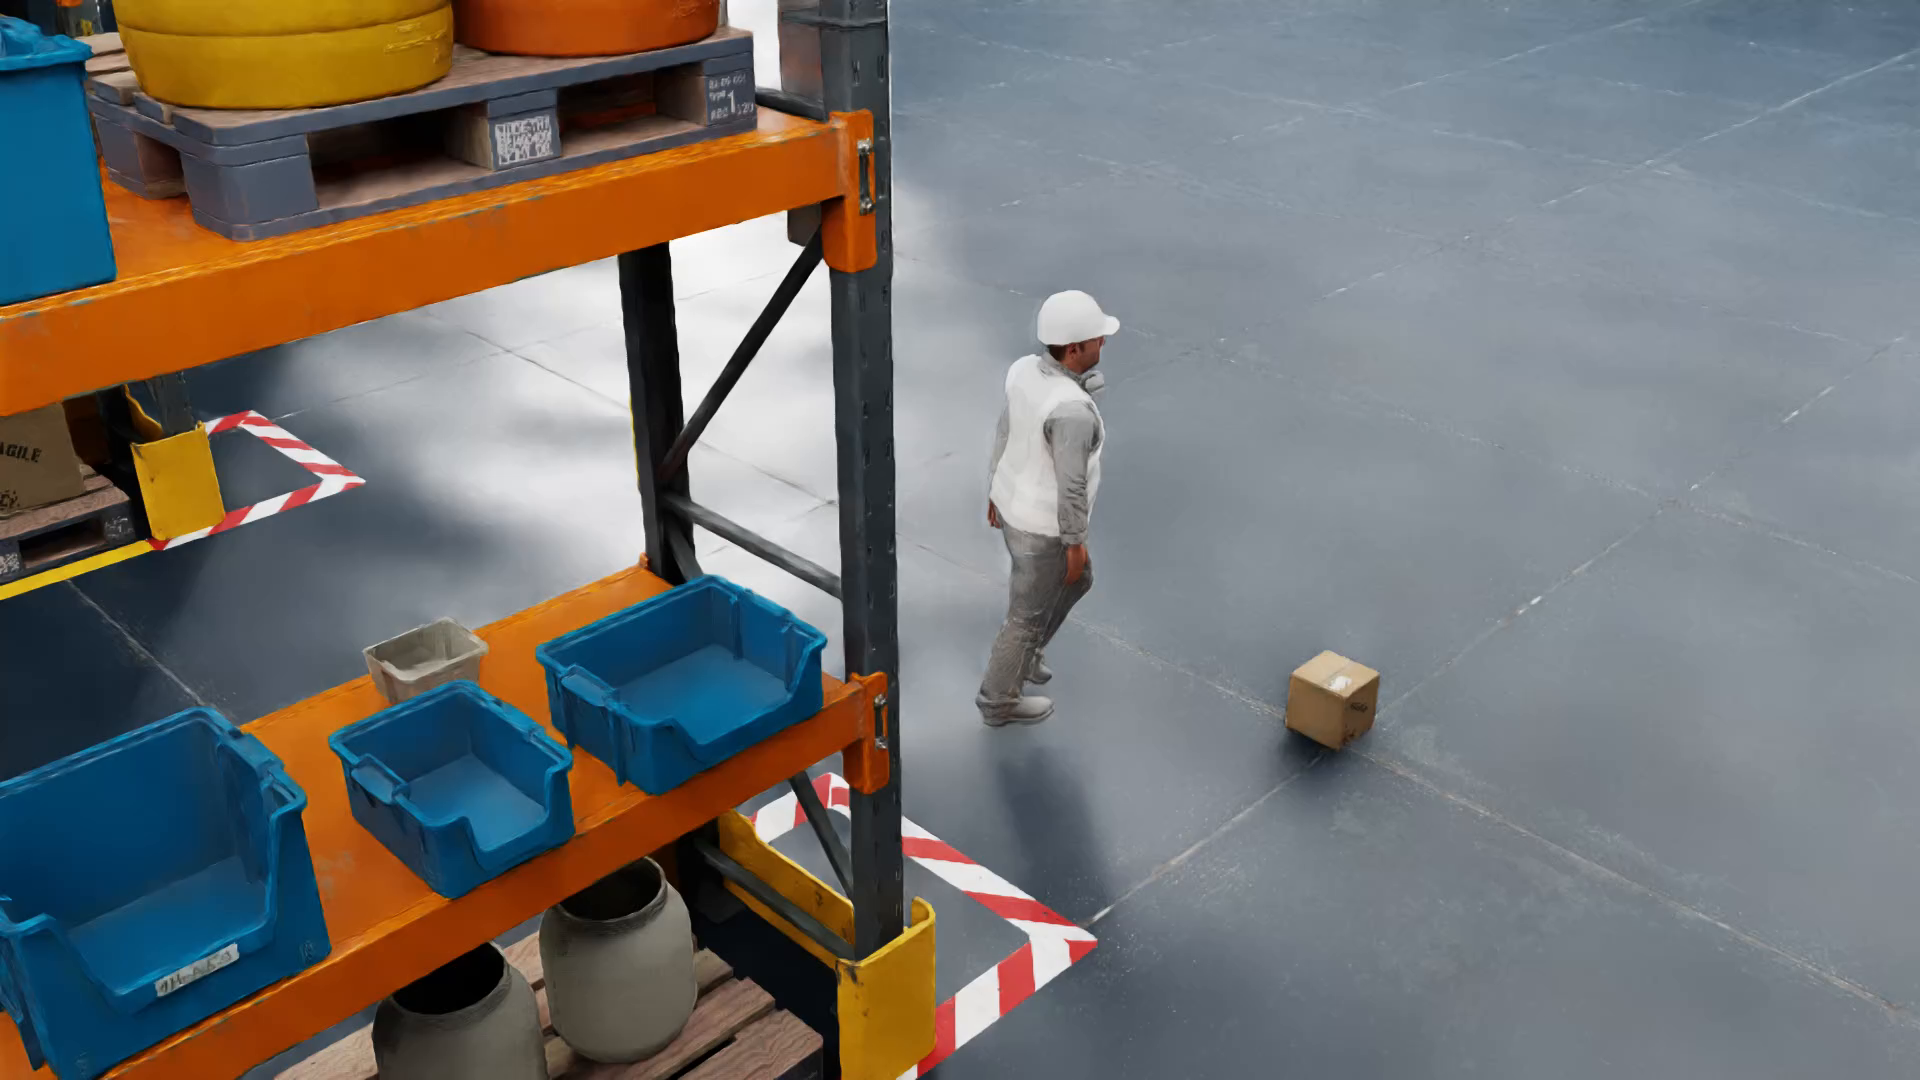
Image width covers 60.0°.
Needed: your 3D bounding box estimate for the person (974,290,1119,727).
[{"bbox_3d":[0.315,-0.091,6.227,0.533,1.759,0.565,-7,28,-14],"label":"person"}]
